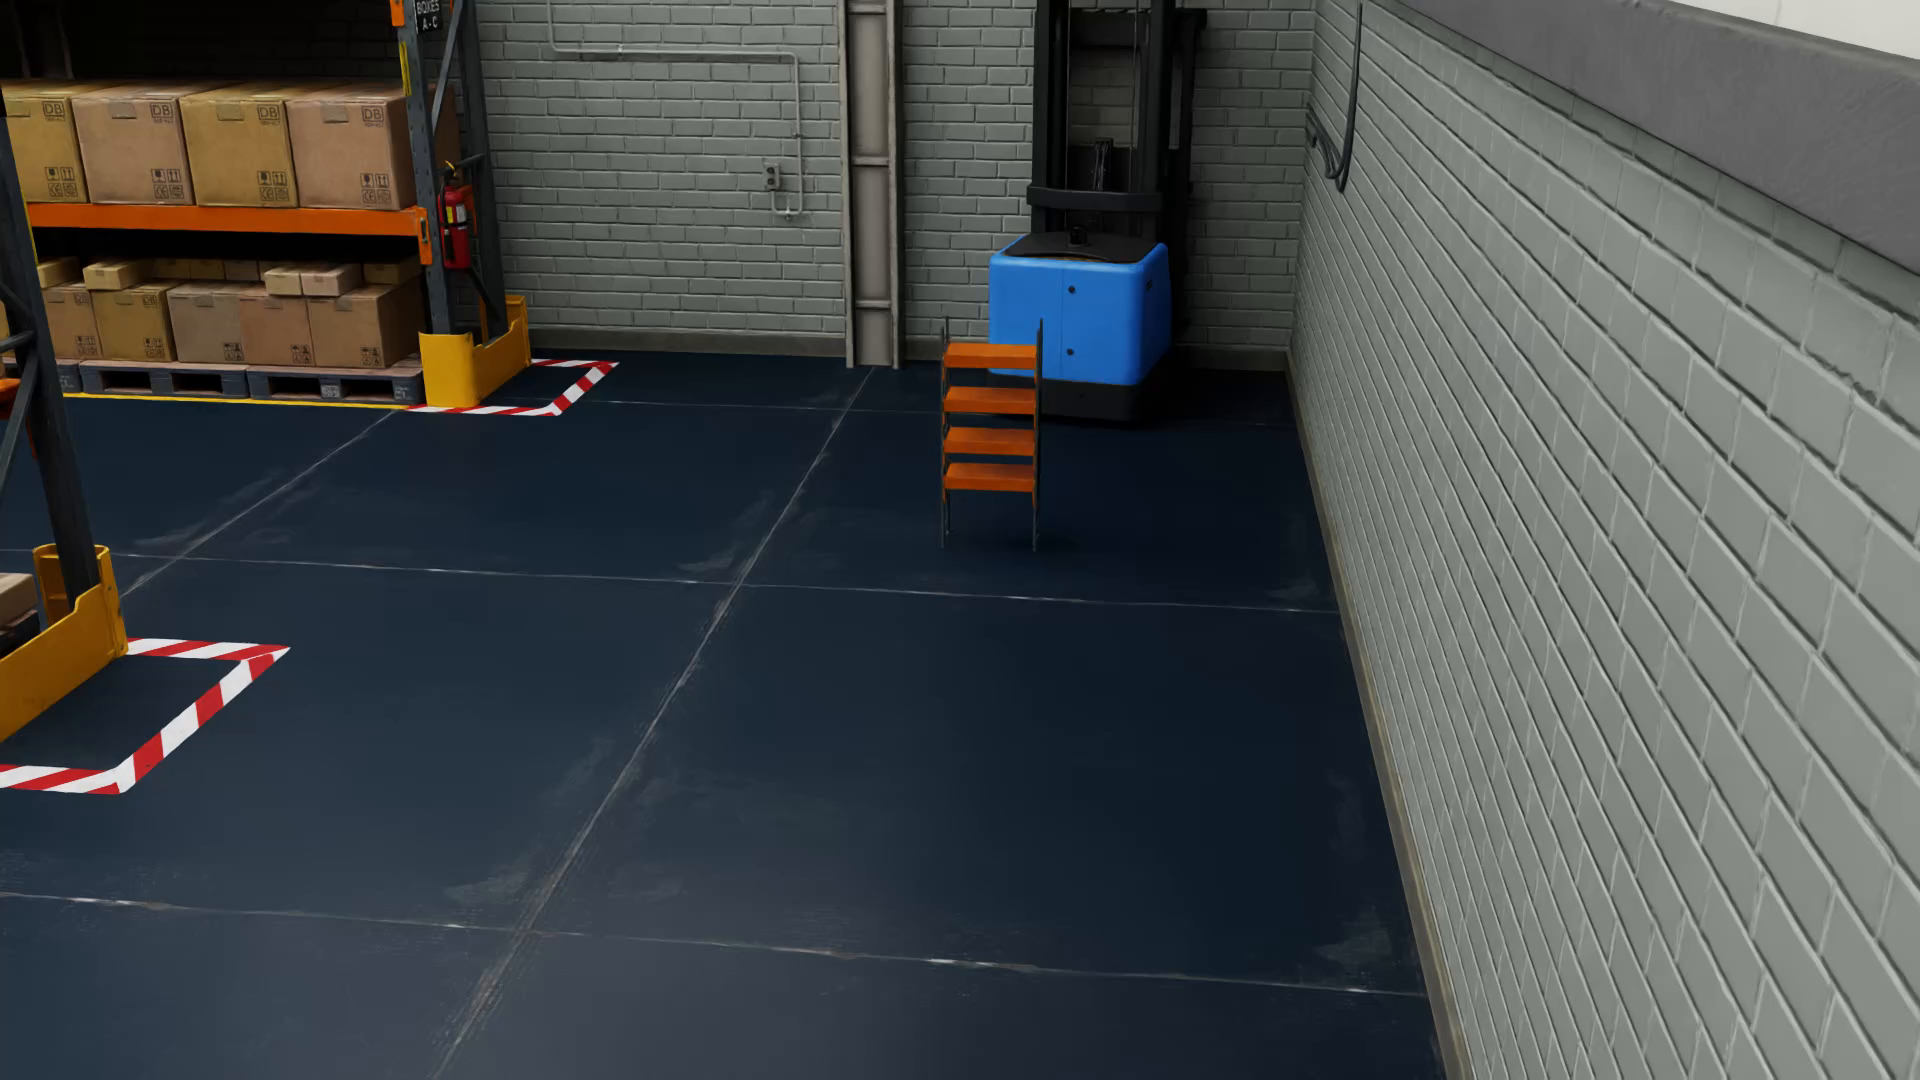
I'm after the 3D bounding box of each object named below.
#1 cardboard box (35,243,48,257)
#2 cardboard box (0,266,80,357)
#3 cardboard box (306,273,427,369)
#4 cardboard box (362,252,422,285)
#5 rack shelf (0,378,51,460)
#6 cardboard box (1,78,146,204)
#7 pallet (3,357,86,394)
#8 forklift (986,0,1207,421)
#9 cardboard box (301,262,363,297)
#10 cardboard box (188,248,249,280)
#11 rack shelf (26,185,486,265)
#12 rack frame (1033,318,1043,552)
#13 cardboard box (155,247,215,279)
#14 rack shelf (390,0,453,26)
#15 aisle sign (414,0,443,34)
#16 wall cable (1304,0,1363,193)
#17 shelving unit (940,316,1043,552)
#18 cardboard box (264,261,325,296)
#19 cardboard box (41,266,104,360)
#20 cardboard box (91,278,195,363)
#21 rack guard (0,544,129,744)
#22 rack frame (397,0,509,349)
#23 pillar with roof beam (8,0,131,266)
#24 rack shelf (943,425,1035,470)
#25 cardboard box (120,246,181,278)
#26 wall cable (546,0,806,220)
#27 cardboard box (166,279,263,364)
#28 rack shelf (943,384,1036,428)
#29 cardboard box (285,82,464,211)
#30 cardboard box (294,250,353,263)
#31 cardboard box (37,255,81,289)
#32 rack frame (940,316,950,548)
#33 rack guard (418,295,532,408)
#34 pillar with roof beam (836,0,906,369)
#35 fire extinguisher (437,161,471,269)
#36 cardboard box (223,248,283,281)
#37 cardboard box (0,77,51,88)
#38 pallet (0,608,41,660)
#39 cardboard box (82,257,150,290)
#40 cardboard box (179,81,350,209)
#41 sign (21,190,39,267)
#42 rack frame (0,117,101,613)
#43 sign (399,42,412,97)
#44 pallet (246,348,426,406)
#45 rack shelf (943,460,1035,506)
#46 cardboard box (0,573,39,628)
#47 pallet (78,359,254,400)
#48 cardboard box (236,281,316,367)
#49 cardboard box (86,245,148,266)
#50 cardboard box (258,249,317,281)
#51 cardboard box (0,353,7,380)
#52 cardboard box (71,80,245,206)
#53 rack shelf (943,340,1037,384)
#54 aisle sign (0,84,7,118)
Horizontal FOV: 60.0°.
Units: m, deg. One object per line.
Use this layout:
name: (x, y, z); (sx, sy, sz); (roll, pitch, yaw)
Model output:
cardboard box: (-6.763, -2.018, 11.910); (0.250, 0.149, 0.380); (2, 22, 6)
cardboard box: (-6.642, -1.637, 11.830); (0.500, 0.500, 0.700); (3, 22, 7)
cardboard box: (-4.107, -1.528, 11.553); (0.500, 0.500, 0.700); (2, 22, 6)
cardboard box: (-3.960, -1.897, 11.605); (0.250, 0.149, 0.380); (3, 22, 7)
rack shelf: (-5.966, -0.444, 6.962); (4.000, 0.370, 1.077); (2, 22, 6)
cardboard box: (-6.112, -2.751, 11.410); (0.700, 0.700, 0.980); (2, 22, 5)
pallet: (-6.627, -1.316, 11.981); (1.213, 0.211, 1.003); (2, 22, 6)
forklift: (1.106, -2.634, 11.617); (1.130, 2.935, 3.031); (7, 23, 16)
cardboard box: (-4.256, -1.768, 11.279); (0.250, 0.149, 0.380); (2, 22, 6)
cardboard box: (-5.219, -1.951, 11.742); (0.250, 0.149, 0.380); (3, 22, 7)
rack shelf: (-5.387, -2.253, 11.537); (4.000, 0.370, 1.077); (2, 22, 6)
rack frame: (0.407, -0.540, 8.674); (0.015, 1.200, 0.240); (2, 22, 6)
cardboard box: (-5.470, -1.962, 11.770); (0.250, 0.149, 0.380); (2, 22, 5)
rack shelf: (-5.387, -3.648, 10.986); (4.000, 0.370, 1.077); (2, 22, 6)
aisle sign: (-3.364, -3.597, 10.423); (0.004, 0.787, 0.394); (2, 22, 6)
wall cable: (2.174, -3.472, 9.705); (0.112, 2.526, 3.097); (2, 22, 6)
shelving unit: (0.164, -0.551, 8.701); (0.503, 1.200, 0.258); (2, 22, 6)
cardboard box: (-4.510, -1.779, 11.307); (0.250, 0.149, 0.380); (3, 22, 8)
cardboard box: (-6.144, -1.614, 11.772); (0.500, 0.500, 0.700); (2, 22, 6)
cardboard box: (-5.634, -1.591, 11.714); (0.500, 0.500, 0.700); (3, 22, 8)
rack guard: (-4.055, 0.467, 7.079); (0.348, 0.500, 1.175); (2, 22, 6)
rack frame: (-3.400, -2.501, 11.186); (0.127, 3.000, 1.000); (2, 22, 6)
pillar with roof beam: (-7.082, -4.178, 7.268); (0.400, 9.000, 9.100); (2, 22, 6)
rack shelf: (0.164, -0.488, 8.726); (0.480, 0.148, 0.258); (2, 22, 6)
cardboard box: (-5.727, -1.973, 11.797); (0.250, 0.149, 0.380); (3, 22, 7)
wall cable: (-2.018, -3.264, 11.733); (1.851, 1.984, 0.084); (2, 22, 6)
cardboard box: (-5.104, -1.571, 11.662); (0.500, 0.500, 0.700); (2, 22, 5)
rack shelf: (0.164, -0.696, 8.644); (0.480, 0.148, 0.258); (2, 22, 6)
cardboard box: (-3.908, -2.659, 11.178); (0.700, 0.700, 0.980); (3, 22, 9)
cardboard box: (-4.463, -1.919, 11.659); (0.250, 0.149, 0.380); (3, 22, 6)
cardboard box: (-6.323, -1.857, 11.505); (0.250, 0.149, 0.380); (3, 22, 8)
rack frame: (-0.078, -0.561, 8.728); (0.015, 1.200, 0.240); (2, 22, 6)
rack guard: (-3.377, -1.338, 11.643); (0.348, 0.500, 1.175); (2, 22, 6)
pillar with roof beam: (-1.124, -3.918, 6.611); (0.400, 9.000, 9.100); (2, 22, 6)
fire extinguisher: (-3.305, -2.117, 10.826); (0.183, 0.674, 0.296); (2, 22, 6)
cardboard box: (-4.964, -1.940, 11.714); (0.250, 0.149, 0.380); (3, 22, 7)
cardboard box: (-6.836, -2.784, 11.495); (0.700, 0.700, 0.980); (3, 22, 7)
pallet: (-4.847, 0.567, 7.219); (1.213, 0.211, 1.003); (2, 22, 6)
cardboard box: (-5.805, -1.835, 11.448); (0.250, 0.149, 0.380); (2, 22, 5)
cardboard box: (-4.632, -2.686, 11.247); (0.700, 0.700, 0.980); (2, 22, 6)
sign: (-3.916, -1.293, 6.953); (0.005, 0.325, 0.100); (2, 22, 6)
rack frame: (-3.980, -0.692, 6.611); (0.127, 3.000, 1.000); (2, 22, 6)
sign: (-3.478, -2.952, 10.430); (0.005, 0.325, 0.100); (2, 22, 6)
pallet: (-4.204, -1.210, 11.714); (1.213, 0.211, 1.003); (2, 22, 6)
rack shelf: (0.164, -0.304, 8.799); (0.480, 0.148, 0.258); (2, 22, 6)
cardboard box: (-4.355, 0.285, 7.418); (0.250, 0.149, 0.380); (2, 22, 6)
pallet: (-5.412, -1.264, 11.850); (1.213, 0.211, 1.003); (2, 22, 6)
cardboard box: (-4.604, -1.549, 11.608); (0.500, 0.500, 0.700); (2, 22, 6)
cardboard box: (-5.977, -1.984, 11.826); (0.250, 0.149, 0.380); (2, 22, 5)
cardboard box: (-4.711, -1.930, 11.687); (0.250, 0.149, 0.380); (3, 22, 7)
cardboard box: (-4.389, -0.854, 6.885); (0.500, 0.500, 0.500); (3, 22, 7)
cardboard box: (-5.388, -2.723, 11.339); (0.700, 0.700, 0.980); (1, 22, 4)
rack shelf: (0.164, -0.916, 8.557); (0.480, 0.148, 0.258); (2, 22, 6)
aisle sign: (-3.877, -2.006, 6.397); (0.004, 0.787, 0.394); (2, 22, 6)
